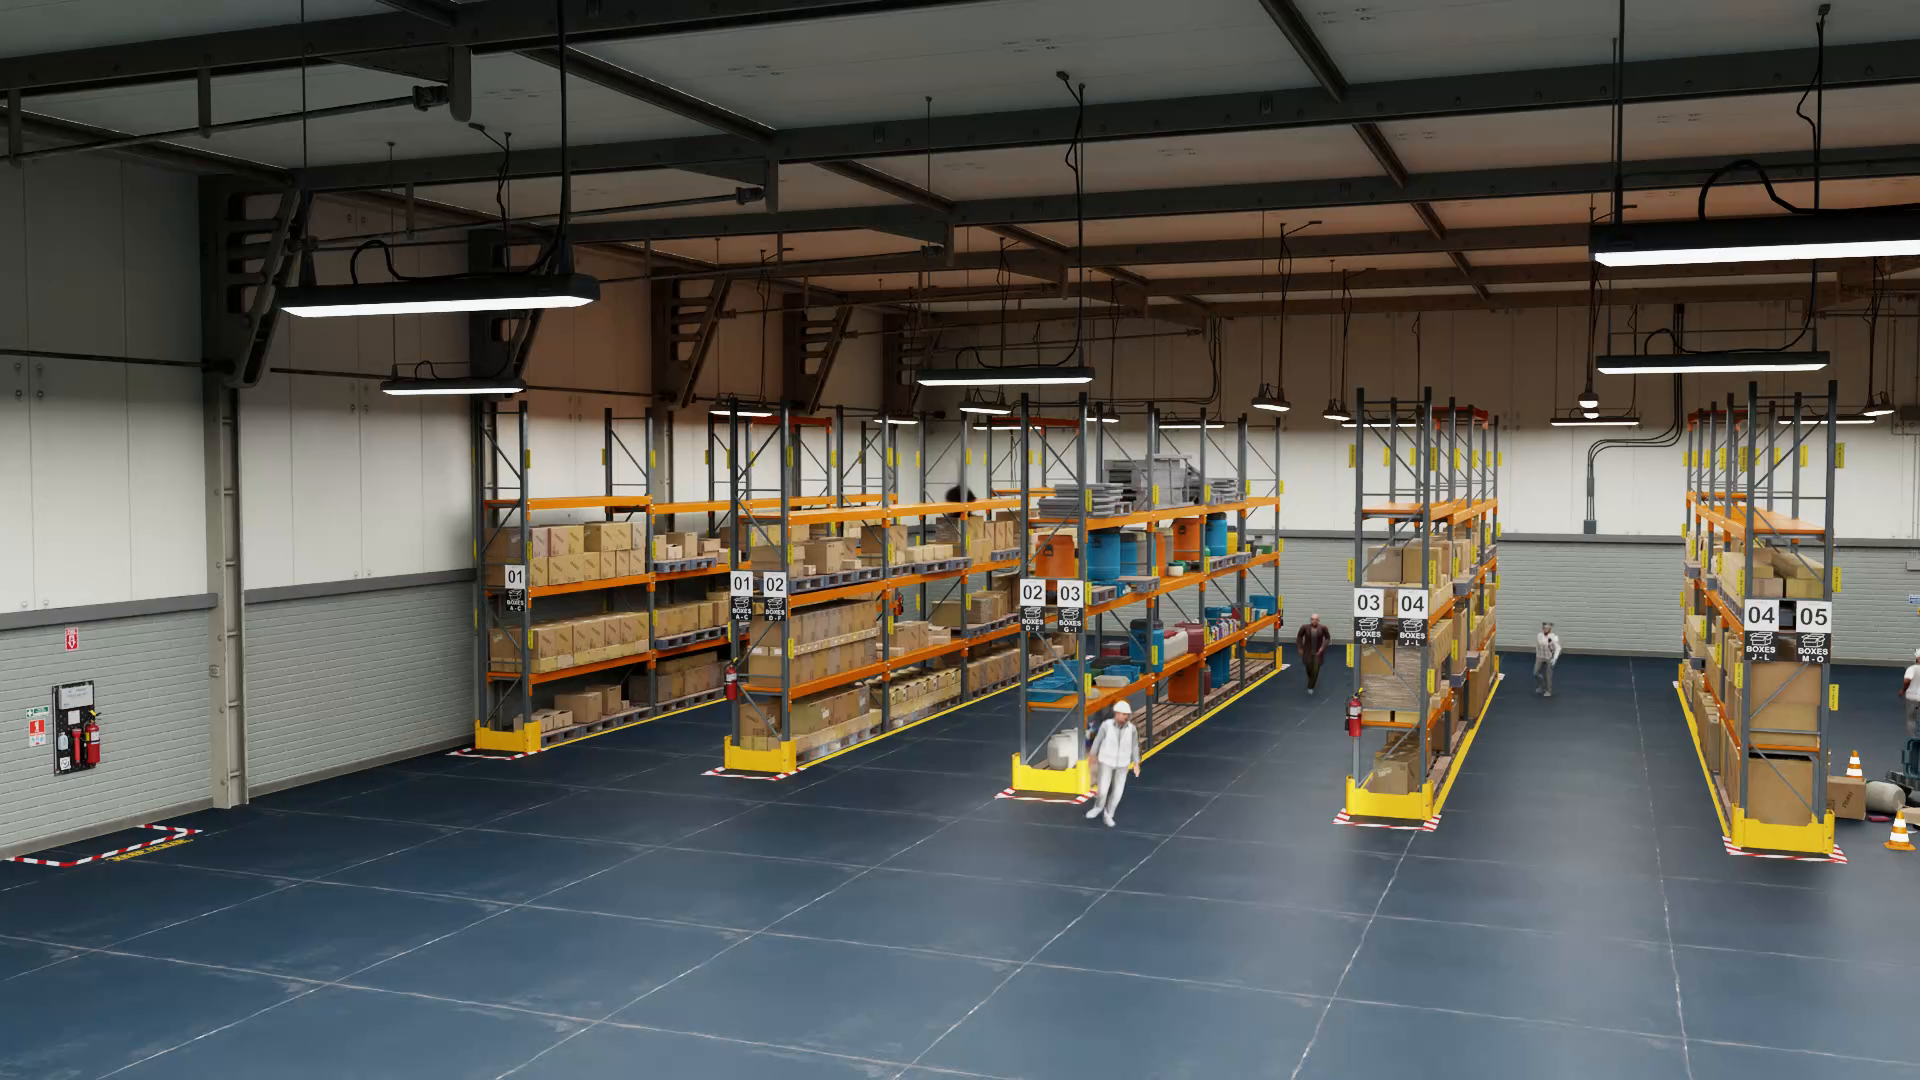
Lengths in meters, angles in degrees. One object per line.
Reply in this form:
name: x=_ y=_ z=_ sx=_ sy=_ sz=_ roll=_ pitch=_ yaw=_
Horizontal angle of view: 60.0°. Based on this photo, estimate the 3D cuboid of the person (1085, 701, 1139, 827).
person: x=2.089 y=3.046 z=22.660 sx=0.691 sy=1.751 sz=0.604 roll=-1 pitch=3 yaw=-12

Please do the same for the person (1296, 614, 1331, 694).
person: x=7.561 y=2.422 z=35.580 sx=0.700 sy=1.712 sz=0.716 roll=0 pitch=3 yaw=6

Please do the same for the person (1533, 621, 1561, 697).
person: x=12.289 y=2.503 z=34.828 sx=0.622 sy=1.606 sz=0.615 roll=2 pitch=4 yaw=39

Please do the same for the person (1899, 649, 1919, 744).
person: x=16.491 y=2.732 z=28.533 sx=0.698 sy=1.748 sz=0.931 roll=1 pitch=3 yaw=11
